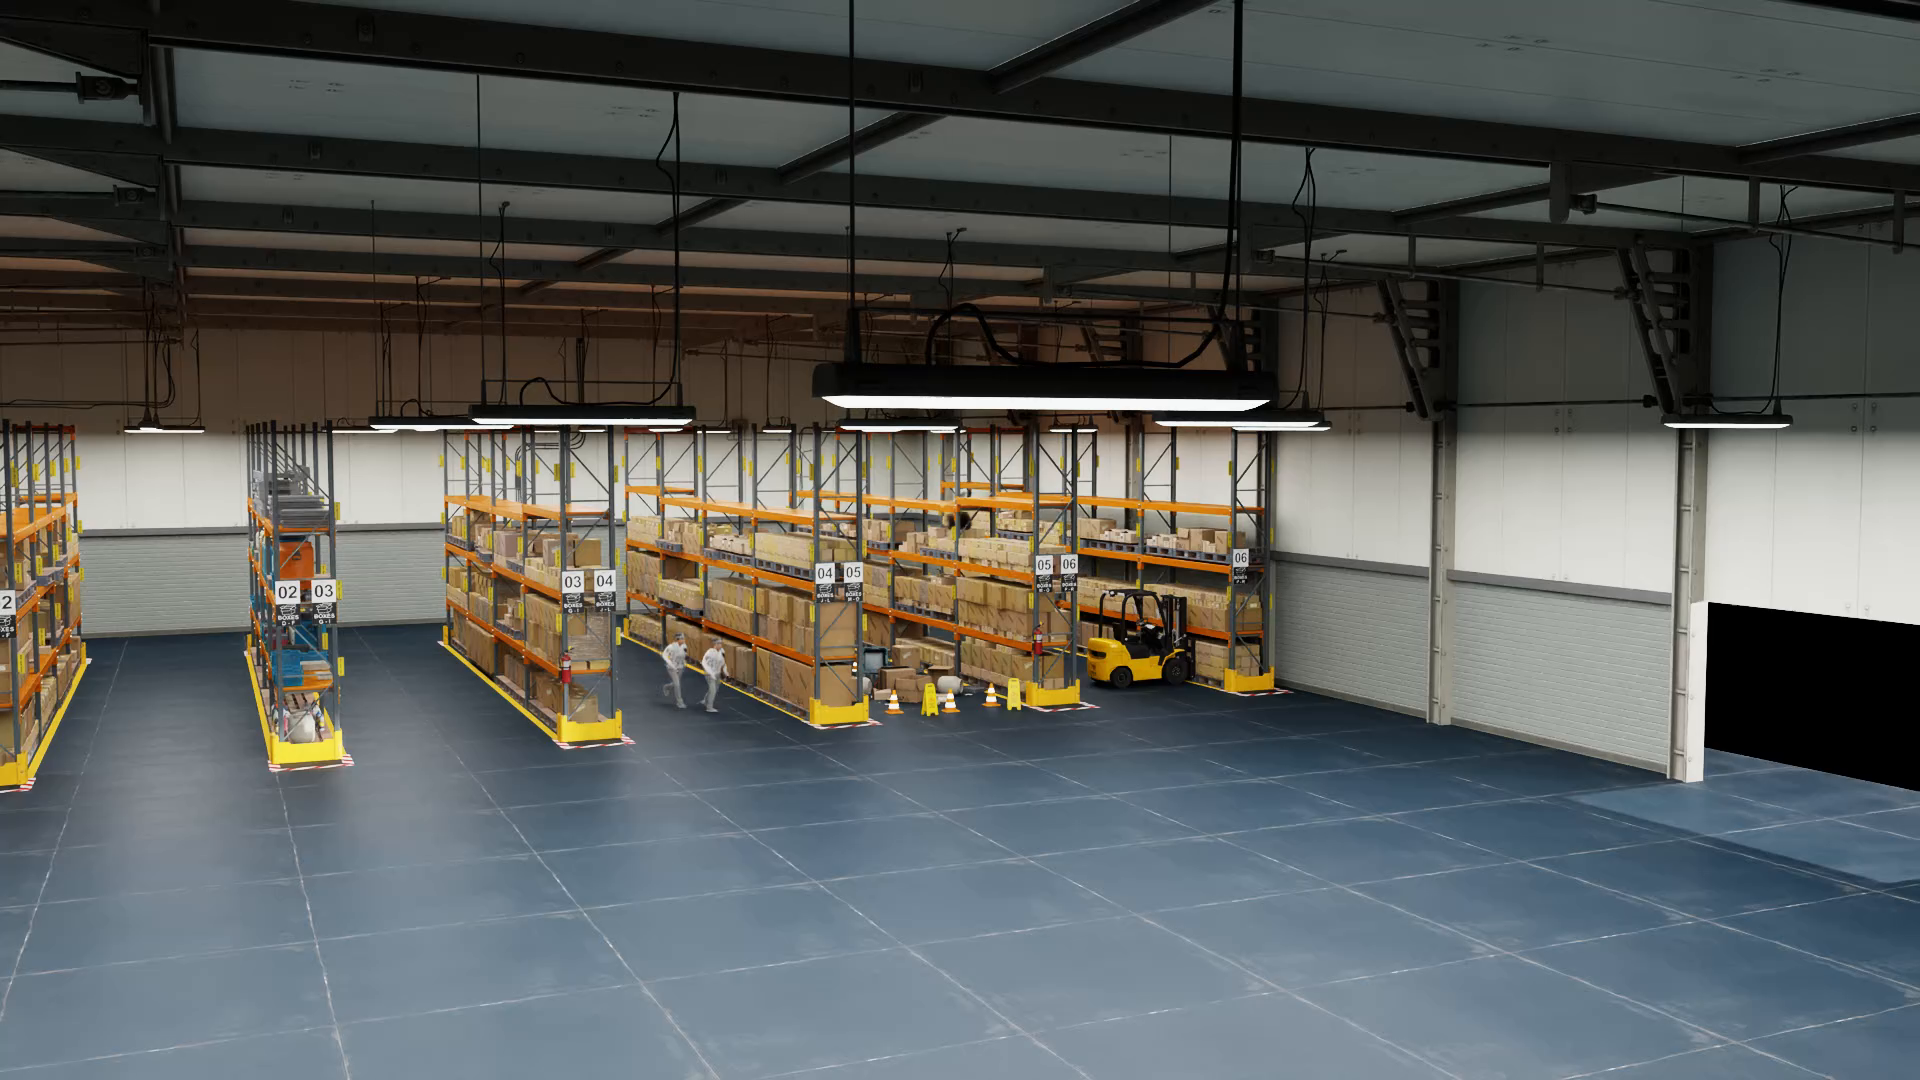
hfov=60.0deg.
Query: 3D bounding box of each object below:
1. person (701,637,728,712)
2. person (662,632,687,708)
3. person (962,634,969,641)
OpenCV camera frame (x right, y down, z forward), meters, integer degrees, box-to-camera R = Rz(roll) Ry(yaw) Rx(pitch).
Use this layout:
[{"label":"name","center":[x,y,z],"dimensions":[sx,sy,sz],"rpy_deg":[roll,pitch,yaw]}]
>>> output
[{"label":"person","center":[-5.178,2.772,34.520],"dimensions":[0.784,1.589,0.598],"rpy_deg":[3,4,37]},{"label":"person","center":[-6.091,2.740,35.254],"dimensions":[0.617,1.636,0.847],"rpy_deg":[-3,5,-38]},{"label":"person","center":[0.332,2.204,43.443],"dimensions":[0.558,1.611,0.642],"rpy_deg":[-3,5,-43]}]
